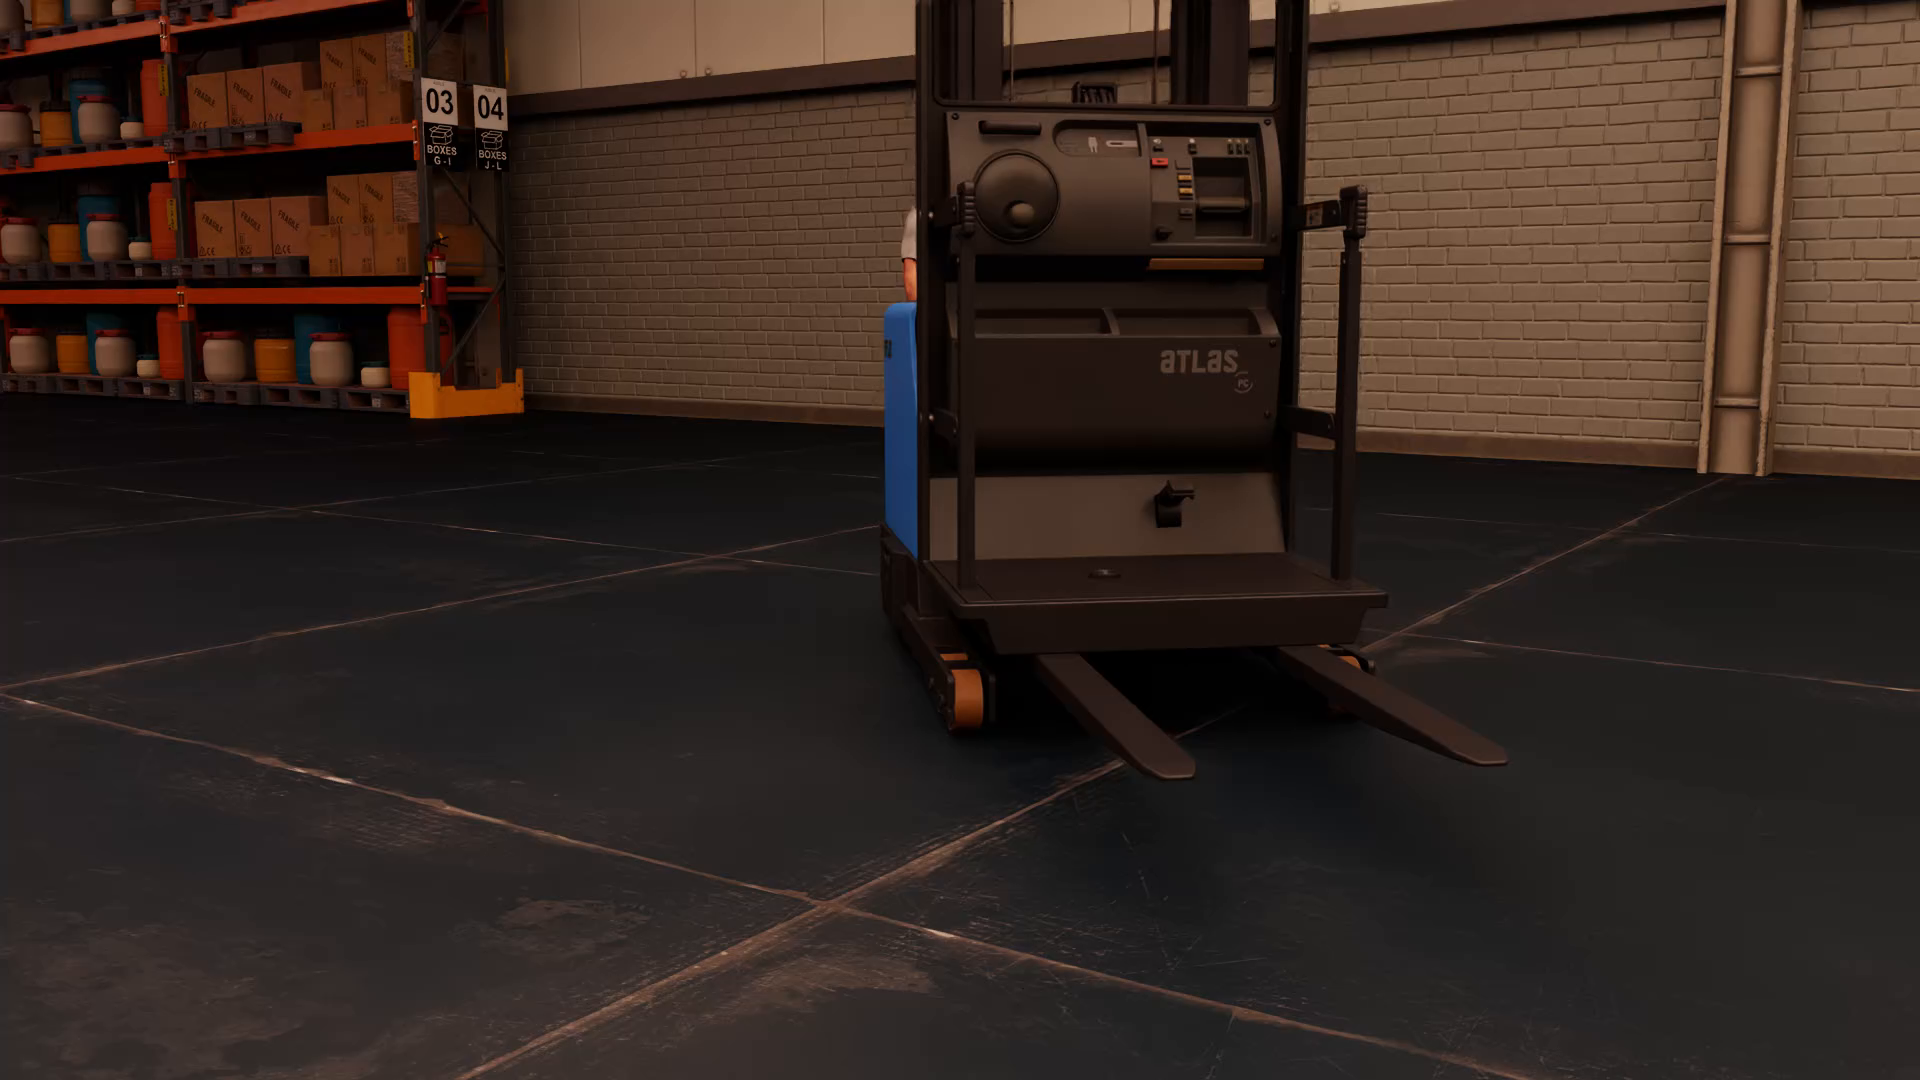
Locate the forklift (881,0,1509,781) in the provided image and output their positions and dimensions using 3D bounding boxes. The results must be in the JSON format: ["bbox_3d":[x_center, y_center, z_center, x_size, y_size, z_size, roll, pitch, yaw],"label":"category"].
[{"bbox_3d":[0.461,-1.019,4.357,1.130,2.935,3.031,-1,8,-9],"label":"forklift"}]

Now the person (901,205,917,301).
[{"bbox_3d":[0.060,-0.885,7.423,0.564,1.787,0.638,5,10,34],"label":"person"}]
